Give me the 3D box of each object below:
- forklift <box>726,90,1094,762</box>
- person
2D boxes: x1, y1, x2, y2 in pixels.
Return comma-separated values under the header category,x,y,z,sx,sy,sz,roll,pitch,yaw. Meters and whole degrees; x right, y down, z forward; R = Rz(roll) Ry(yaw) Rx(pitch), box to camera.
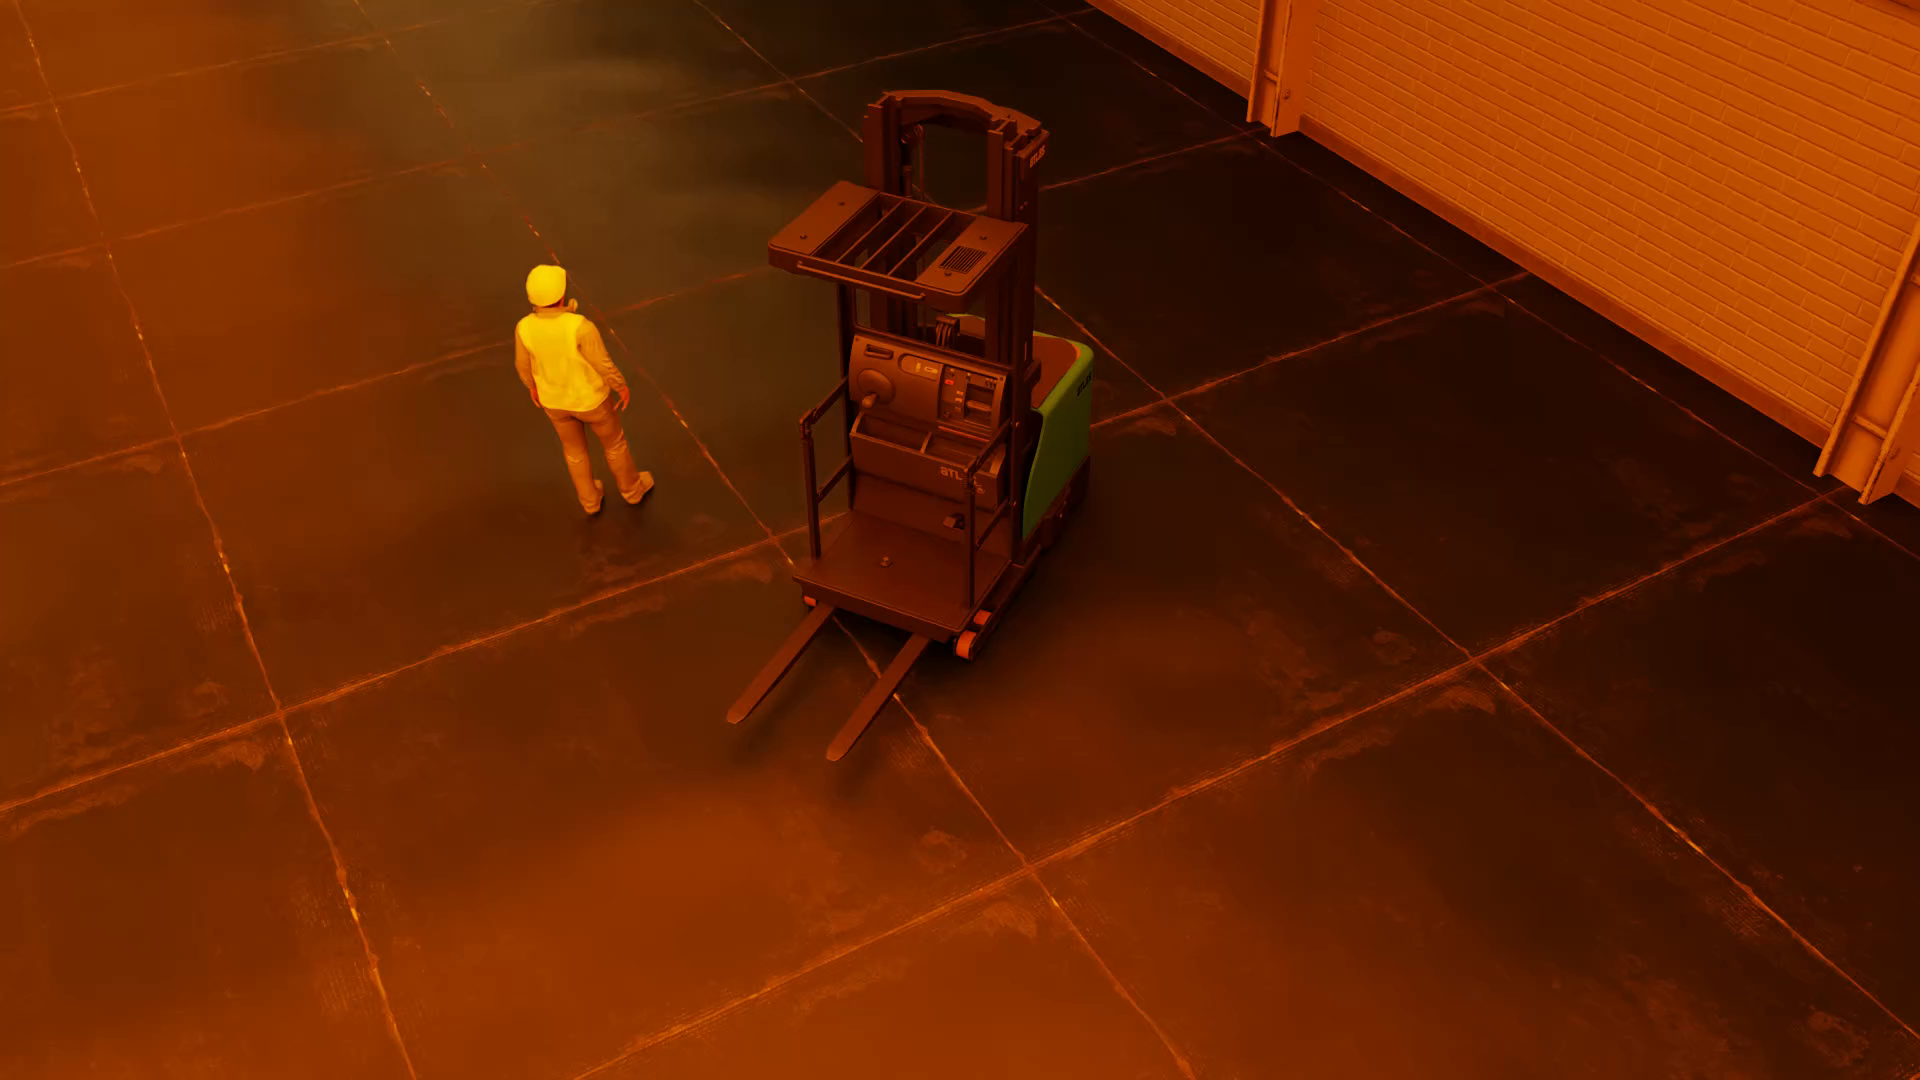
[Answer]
category,x,y,z,sx,sy,sz,roll,pitch,yaw
forklift,-0.276,-0.770,8.965,1.130,2.935,3.031,17,43,20
person,-2.302,-0.932,10.062,0.636,1.772,0.567,5,40,6
